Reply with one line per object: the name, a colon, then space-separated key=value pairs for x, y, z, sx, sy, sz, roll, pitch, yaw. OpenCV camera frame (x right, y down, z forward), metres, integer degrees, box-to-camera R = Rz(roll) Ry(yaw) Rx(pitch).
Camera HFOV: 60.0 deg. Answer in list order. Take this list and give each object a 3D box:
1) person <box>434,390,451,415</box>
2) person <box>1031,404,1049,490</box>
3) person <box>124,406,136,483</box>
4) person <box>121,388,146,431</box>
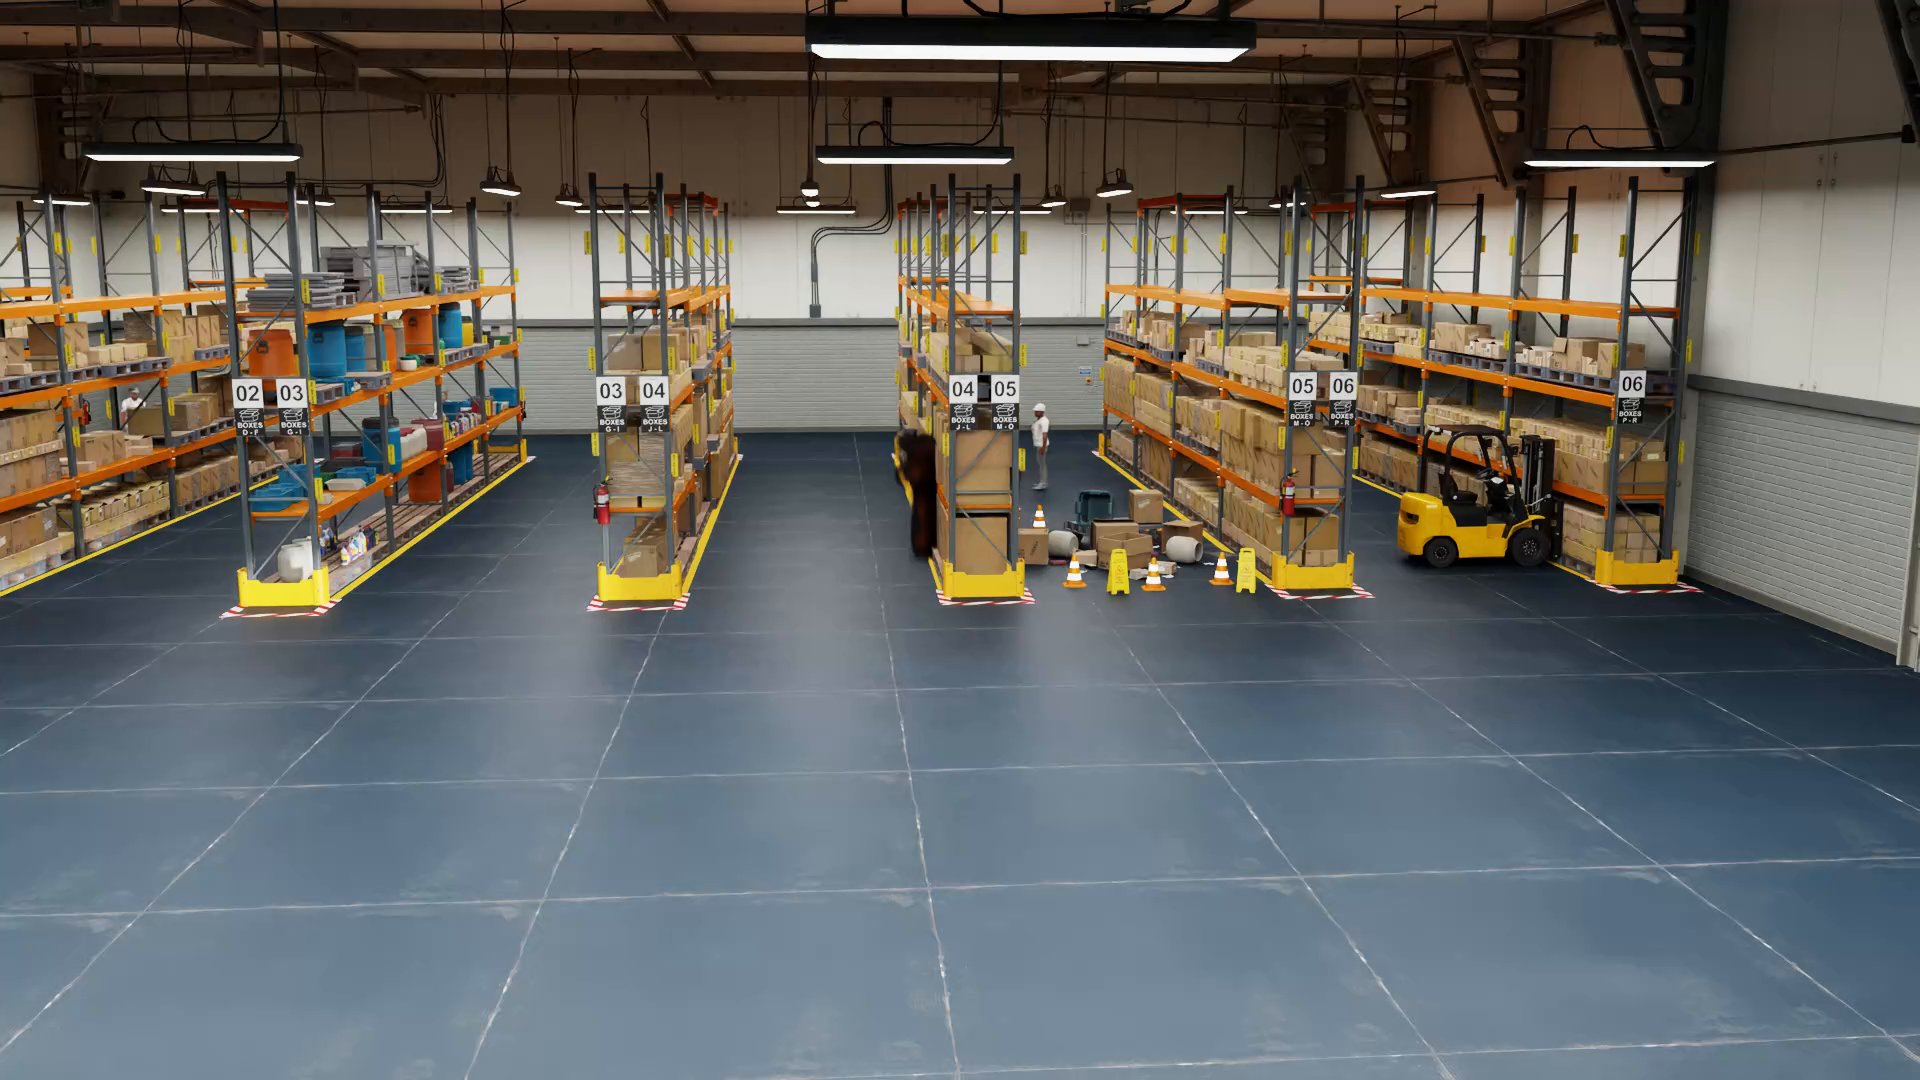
person: x=-12.236 y=-2.766 z=39.593 sx=0.566 sy=1.626 sz=0.967 roll=-3 pitch=10 yaw=-16
person: x=1.662 y=-1.958 z=34.657 sx=0.357 sy=1.767 sz=0.653 roll=-1 pitch=10 yaw=-7
person: x=-16.881 y=-1.869 z=34.156 sx=0.435 sy=1.768 sz=0.602 roll=-2 pitch=10 yaw=-9
person: x=-19.284 y=-2.698 z=38.876 sx=0.565 sy=1.741 sz=0.573 roll=-8 pitch=13 yaw=-38
